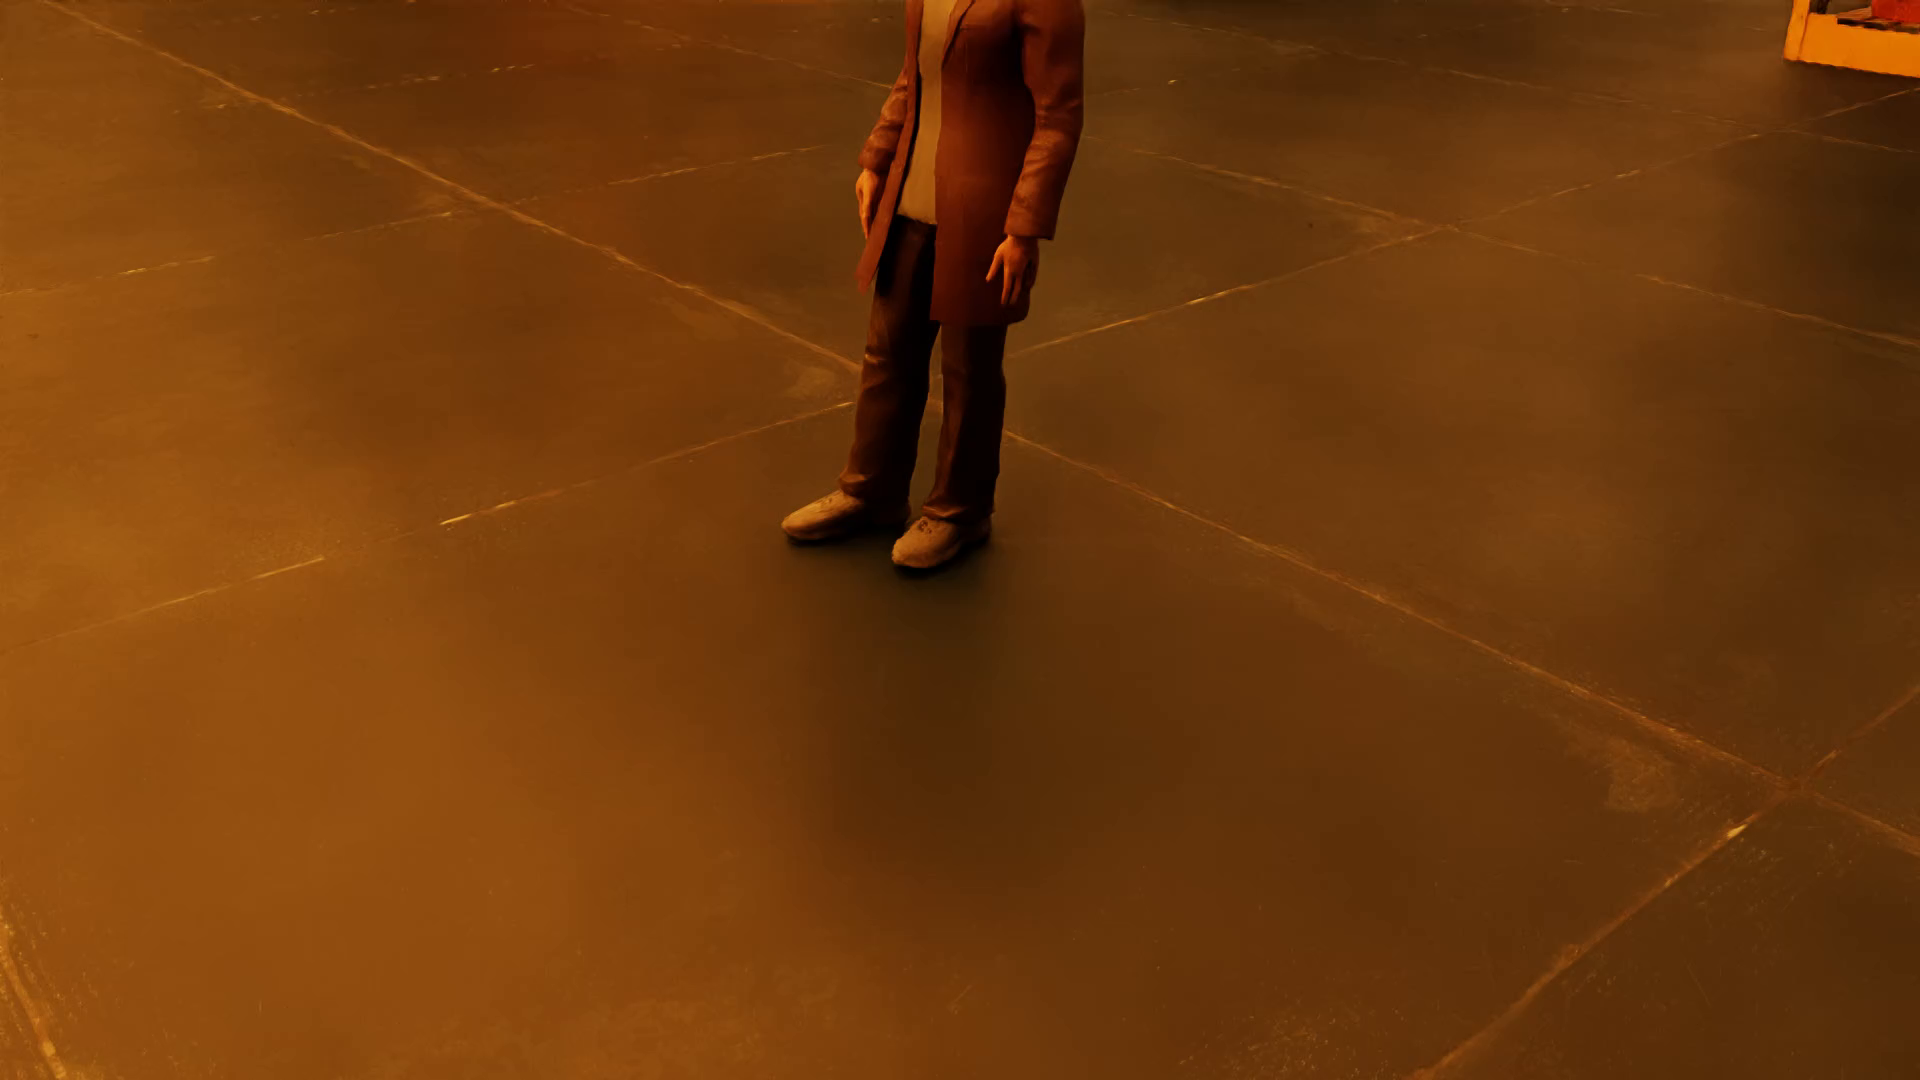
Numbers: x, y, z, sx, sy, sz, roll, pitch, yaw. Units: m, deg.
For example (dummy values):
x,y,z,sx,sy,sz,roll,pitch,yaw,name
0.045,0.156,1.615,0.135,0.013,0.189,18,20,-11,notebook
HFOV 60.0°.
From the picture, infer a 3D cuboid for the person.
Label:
x,y,z,sx,sy,sz,roll,pitch,yaw,name
-0.073,-0.779,4.053,0.580,1.776,0.694,-20,33,-35,person
